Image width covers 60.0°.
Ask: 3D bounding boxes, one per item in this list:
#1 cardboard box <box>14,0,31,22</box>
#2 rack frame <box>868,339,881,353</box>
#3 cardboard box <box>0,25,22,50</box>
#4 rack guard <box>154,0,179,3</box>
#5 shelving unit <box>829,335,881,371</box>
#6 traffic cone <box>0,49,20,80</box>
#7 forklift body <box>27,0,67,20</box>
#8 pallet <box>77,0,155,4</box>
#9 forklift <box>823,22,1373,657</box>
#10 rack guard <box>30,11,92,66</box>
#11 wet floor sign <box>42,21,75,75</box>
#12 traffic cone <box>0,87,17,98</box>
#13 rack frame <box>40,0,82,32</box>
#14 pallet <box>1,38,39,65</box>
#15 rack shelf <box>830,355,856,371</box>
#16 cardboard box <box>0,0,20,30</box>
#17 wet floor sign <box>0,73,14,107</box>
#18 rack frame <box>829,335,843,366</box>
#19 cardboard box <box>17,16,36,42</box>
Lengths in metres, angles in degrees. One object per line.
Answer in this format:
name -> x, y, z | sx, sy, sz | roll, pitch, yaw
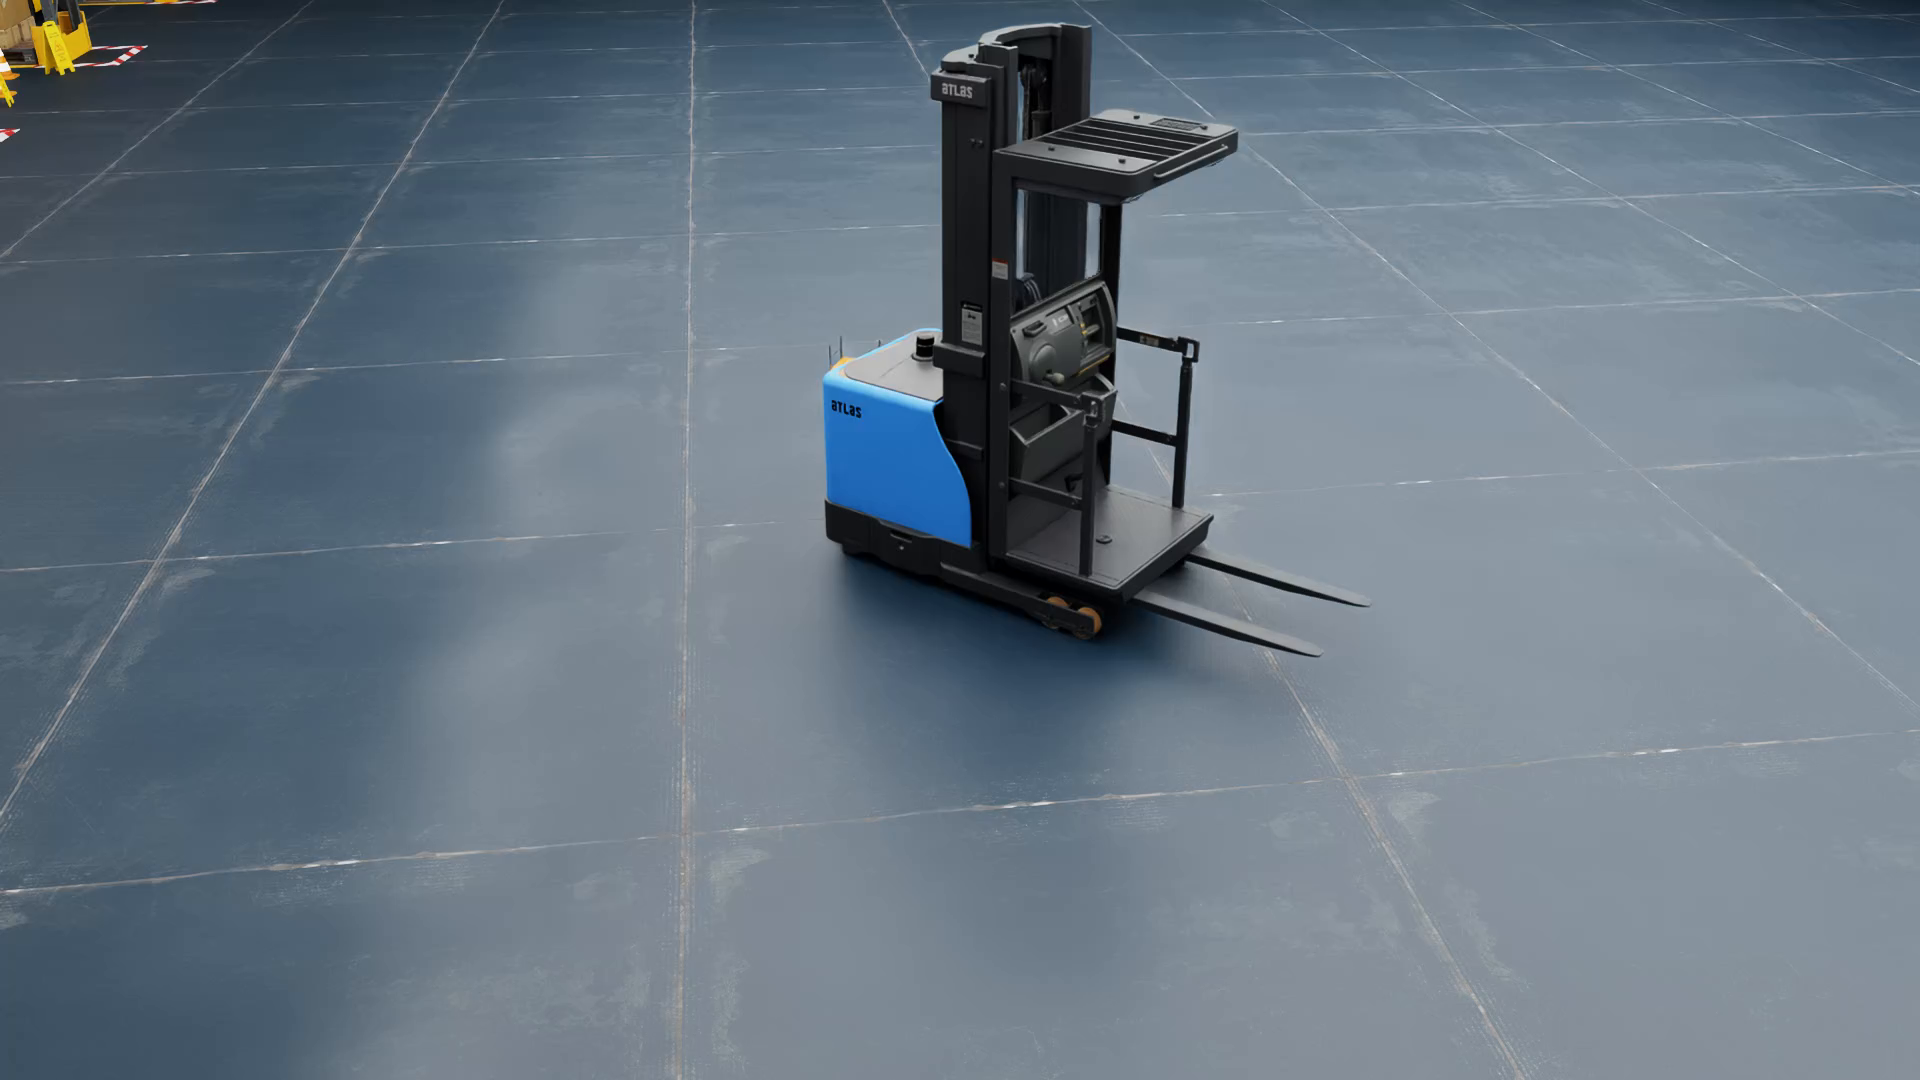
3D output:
cardboard box -> -12.859, -7.233, 22.292 | 0.500, 0.500, 0.500 | -5, 28, -9
rack frame -> -0.495, -0.669, 9.904 | 0.008, 1.050, 0.200 | 8, 28, 15
cardboard box -> -12.785, -6.653, 21.982 | 0.500, 0.250, 0.500 | -4, 27, -7
rack guard -> -12.670, -8.997, 26.737 | 0.348, 0.500, 1.175 | -4, 27, -7
shelving unit -> -0.612, -0.686, 9.936 | 0.252, 1.050, 0.215 | 8, 28, 15
traffic cone -> -12.244, -6.125, 21.180 | 0.334, 0.463, 0.336 | -4, 27, -7
forklift body -> -14.317, -8.785, 24.515 | 1.214, 2.155, 2.313 | -4, 27, -7
pallet -> -13.445, -8.800, 26.668 | 1.213, 0.211, 1.003 | -4, 27, -7
forklift -> 0.718, -1.059, 8.602 | 3.031, 2.935, 1.130 | 18, 32, 31
rack guard -> -12.073, -6.747, 22.352 | 0.348, 0.500, 1.175 | -4, 27, -7
wet floor sign -> -11.661, -6.345, 21.409 | 0.232, 0.644, 0.267 | 6, 28, 11
traffic cone -> -11.753, -5.645, 20.244 | 0.334, 0.463, 0.336 | -4, 27, -7
rack frame -> -11.998, -7.864, 21.791 | 0.127, 3.000, 1.000 | -4, 27, -7
pallet -> -12.883, -6.583, 22.348 | 1.213, 0.211, 1.003 | -4, 27, -7
rack shelf -> -0.612, -0.929, 9.811 | 0.240, 0.259, 0.215 | 8, 28, 15
cardboard box -> -12.755, -6.992, 21.822 | 0.500, 0.500, 0.500 | -4, 27, -7
wet floor sign -> -11.456, -5.482, 19.728 | 0.232, 0.644, 0.267 | -8, 28, -16
rack frame -> -0.728, -0.702, 9.968 | 0.008, 1.050, 0.200 | 8, 28, 15
cardboard box -> -12.836, -6.901, 22.466 | 0.500, 0.250, 0.500 | -4, 27, -8
